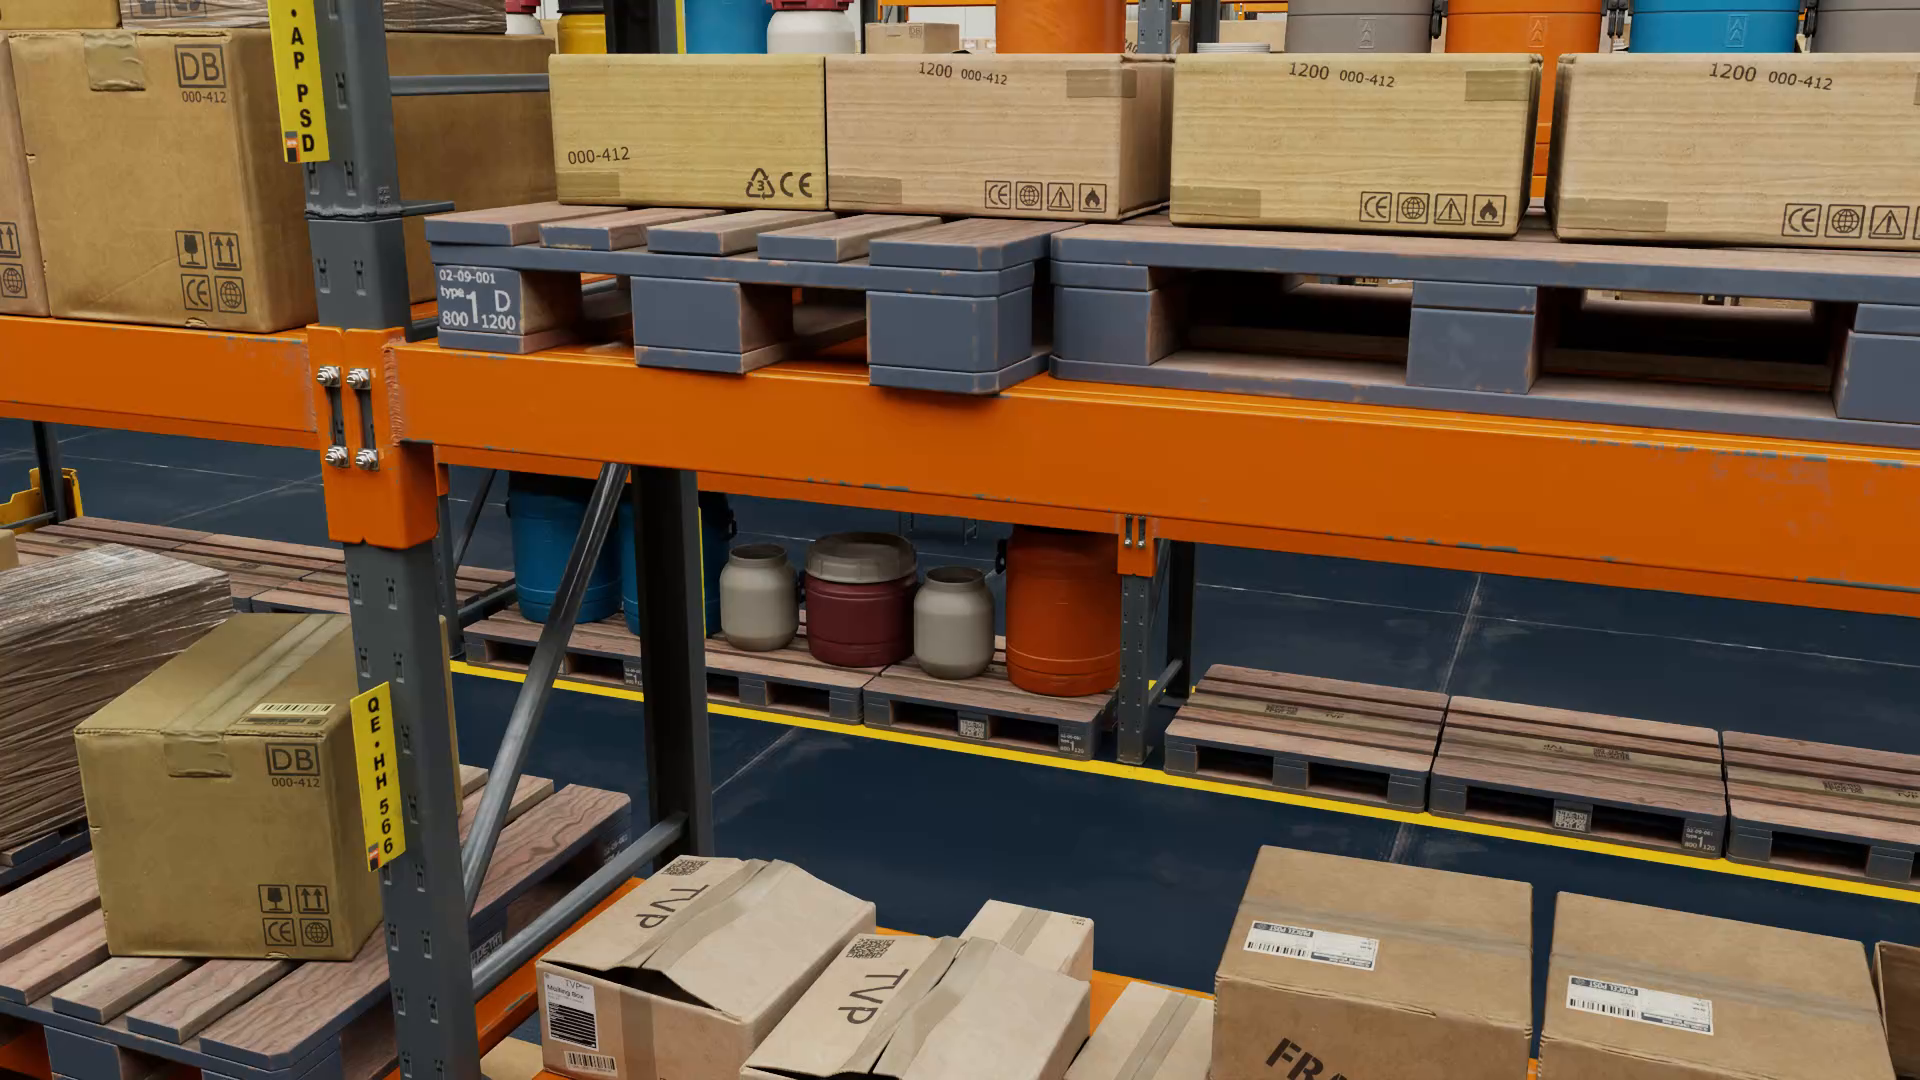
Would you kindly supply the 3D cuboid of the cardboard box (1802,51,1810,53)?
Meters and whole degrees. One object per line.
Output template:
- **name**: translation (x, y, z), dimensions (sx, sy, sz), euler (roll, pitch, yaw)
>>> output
- **cardboard box**: translation (7.728, -4.292, 15.034), dimensions (0.500, 0.250, 0.500), euler (6, 17, 21)

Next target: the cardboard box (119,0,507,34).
- **cardboard box**: translation (-1.233, -1.222, 3.150), dimensions (0.500, 0.500, 0.500), euler (6, 17, 21)

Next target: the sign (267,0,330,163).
- **sign**: translation (-1.030, -0.756, 2.588), dimensions (0.005, 0.325, 0.100), euler (6, 17, 21)

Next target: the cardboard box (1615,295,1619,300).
- **cardboard box**: translation (6.071, -1.999, 16.462), dimensions (0.750, 0.750, 1.050), euler (7, 17, 21)

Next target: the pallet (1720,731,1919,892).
- **pallet**: translation (3.968, 1.187, 7.208), dimensions (1.213, 0.211, 1.003), euler (6, 17, 21)

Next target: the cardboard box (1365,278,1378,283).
- **cardboard box**: translation (5.833, -3.620, 21.820), dimensions (0.875, 0.875, 0.875), euler (6, 17, 20)

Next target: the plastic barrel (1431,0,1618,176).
- **plastic barrel**: translation (2.284, -1.931, 6.795), dimensions (0.708, 0.830, 0.600), euler (6, 17, 21)

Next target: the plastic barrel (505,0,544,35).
- **plastic barrel**: translation (-2.332, -2.489, 8.491), dimensions (0.433, 0.535, 0.433), euler (0, 16, 0)

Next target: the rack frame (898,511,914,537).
- **rack frame**: translation (-0.381, -0.618, 11.651), dimensions (0.015, 1.200, 0.240), euler (6, 17, 21)

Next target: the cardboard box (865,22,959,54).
- **cardboard box**: translation (-0.369, -3.819, 13.135), dimensions (0.500, 0.500, 0.700), euler (7, 17, 22)

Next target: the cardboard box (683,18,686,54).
- **cardboard box**: translation (-2.161, -4.044, 13.732), dimensions (0.500, 0.500, 0.700), euler (7, 18, 23)

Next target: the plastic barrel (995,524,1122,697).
- **plastic barrel**: translation (0.530, 0.303, 8.388), dimensions (0.708, 0.830, 0.600), euler (6, 17, 21)

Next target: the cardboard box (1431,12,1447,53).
- **cardboard box**: translation (3.152, -3.390, 11.514), dimensions (0.500, 0.500, 0.500), euler (6, 17, 21)

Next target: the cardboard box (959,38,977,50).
- **cardboard box**: translation (0.118, -5.261, 17.692), dimensions (0.250, 0.149, 0.380), euler (6, 17, 21)

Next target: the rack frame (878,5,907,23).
- **rack frame**: translation (-0.997, -8.046, 23.247), dimensions (0.127, 3.000, 1.000), euler (6, 17, 21)

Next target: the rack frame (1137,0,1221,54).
- **rack frame**: translation (0.991, -3.373, 7.150), dimensions (0.127, 3.000, 1.000), euler (6, 17, 21)

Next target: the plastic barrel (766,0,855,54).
- **plastic barrel**: translation (-0.713, -2.341, 7.981), dimensions (0.433, 0.535, 0.433), euler (0, 16, 0)

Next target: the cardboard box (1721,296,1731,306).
- **cardboard box**: translation (9.677, -2.930, 20.346), dimensions (0.625, 0.372, 0.950), euler (7, 17, 21)

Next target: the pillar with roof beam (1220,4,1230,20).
- **pillar with roof beam**: translation (2.645, -8.113, 23.478), dimensions (0.400, 9.000, 9.100), euler (6, 17, 21)

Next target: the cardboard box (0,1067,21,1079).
- **cardboard box**: translation (-2.757, 1.642, 4.332), dimensions (0.500, 0.500, 0.500), euler (6, 17, 19)

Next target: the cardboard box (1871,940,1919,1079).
- **cardboard box**: translation (1.693, 1.017, 2.610), dimensions (0.500, 0.500, 0.500), euler (8, 18, 25)

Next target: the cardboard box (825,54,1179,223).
- **cardboard box**: translation (0.108, -0.697, 2.829), dimensions (0.500, 0.250, 0.500), euler (7, 18, 22)

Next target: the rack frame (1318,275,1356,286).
- **rack frame**: translation (2.809, -1.776, 12.411), dimensions (0.127, 3.000, 1.000), euler (6, 17, 21)

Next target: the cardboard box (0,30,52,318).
- **cardboard box**: translation (-1.722, -0.784, 3.434), dimensions (0.500, 0.500, 0.910), euler (6, 17, 21)

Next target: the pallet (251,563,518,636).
- **pallet**: translation (-3.428, 0.373, 10.009), dimensions (1.213, 0.211, 1.003), euler (6, 17, 21)

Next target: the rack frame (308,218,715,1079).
- **rack frame**: translation (-0.829, 0.793, 3.563), dimensions (0.127, 3.000, 1.000), euler (6, 17, 21)

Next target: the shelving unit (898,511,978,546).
- **shelving unit**: translation (-0.154, -0.593, 11.565), dimensions (0.503, 1.200, 0.258), euler (6, 17, 21)

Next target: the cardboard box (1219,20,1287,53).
- **cardboard box**: translation (2.215, -3.512, 12.071), dimensions (0.637, 0.503, 0.797), euler (7, 18, 24)

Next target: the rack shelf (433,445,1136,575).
- **rack shelf**: translation (-0.869, -0.351, 8.792), dimensions (4.000, 0.370, 1.077), euler (6, 17, 21)

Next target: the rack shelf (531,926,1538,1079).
- **rack shelf**: translation (1.031, 1.343, 2.958), dimensions (4.000, 0.370, 1.077), euler (6, 17, 21)

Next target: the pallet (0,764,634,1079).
- **pallet**: translation (-1.486, 0.834, 3.766), dimensions (1.003, 0.211, 1.213), euler (6, 17, 21)

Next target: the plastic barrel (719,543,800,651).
- **plastic barrel**: translation (-1.079, 0.306, 8.949), dimensions (0.421, 0.512, 0.421), euler (0, 16, 0)

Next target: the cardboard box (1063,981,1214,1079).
- **cardboard box**: translation (0.378, 1.029, 3.199), dimensions (0.250, 0.149, 0.380), euler (8, 18, 25)

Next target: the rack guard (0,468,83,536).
- **rack guard**: translation (-6.478, -0.109, 11.151), dimensions (0.348, 0.500, 1.175), euler (6, 17, 21)

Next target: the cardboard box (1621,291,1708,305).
- **cardboard box**: translation (4.883, -1.772, 11.457), dimensions (0.637, 0.503, 0.797), euler (8, 18, 26)

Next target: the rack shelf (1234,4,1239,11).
- **rack shelf**: translation (2.681, -8.782, 27.079), dimensions (4.000, 0.370, 1.077), euler (6, 17, 21)

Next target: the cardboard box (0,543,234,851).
- **cardboard box**: translation (-2.237, 0.365, 4.104), dimensions (0.500, 0.500, 0.700), euler (10, 19, 31)

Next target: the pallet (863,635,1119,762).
- **pallet**: translation (0.243, 0.778, 8.616), dimensions (1.213, 0.211, 1.003), euler (6, 17, 21)

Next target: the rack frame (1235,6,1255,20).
- **rack frame**: translation (4.542, -8.924, 26.273), dimensions (0.127, 3.000, 1.000), euler (6, 17, 21)
